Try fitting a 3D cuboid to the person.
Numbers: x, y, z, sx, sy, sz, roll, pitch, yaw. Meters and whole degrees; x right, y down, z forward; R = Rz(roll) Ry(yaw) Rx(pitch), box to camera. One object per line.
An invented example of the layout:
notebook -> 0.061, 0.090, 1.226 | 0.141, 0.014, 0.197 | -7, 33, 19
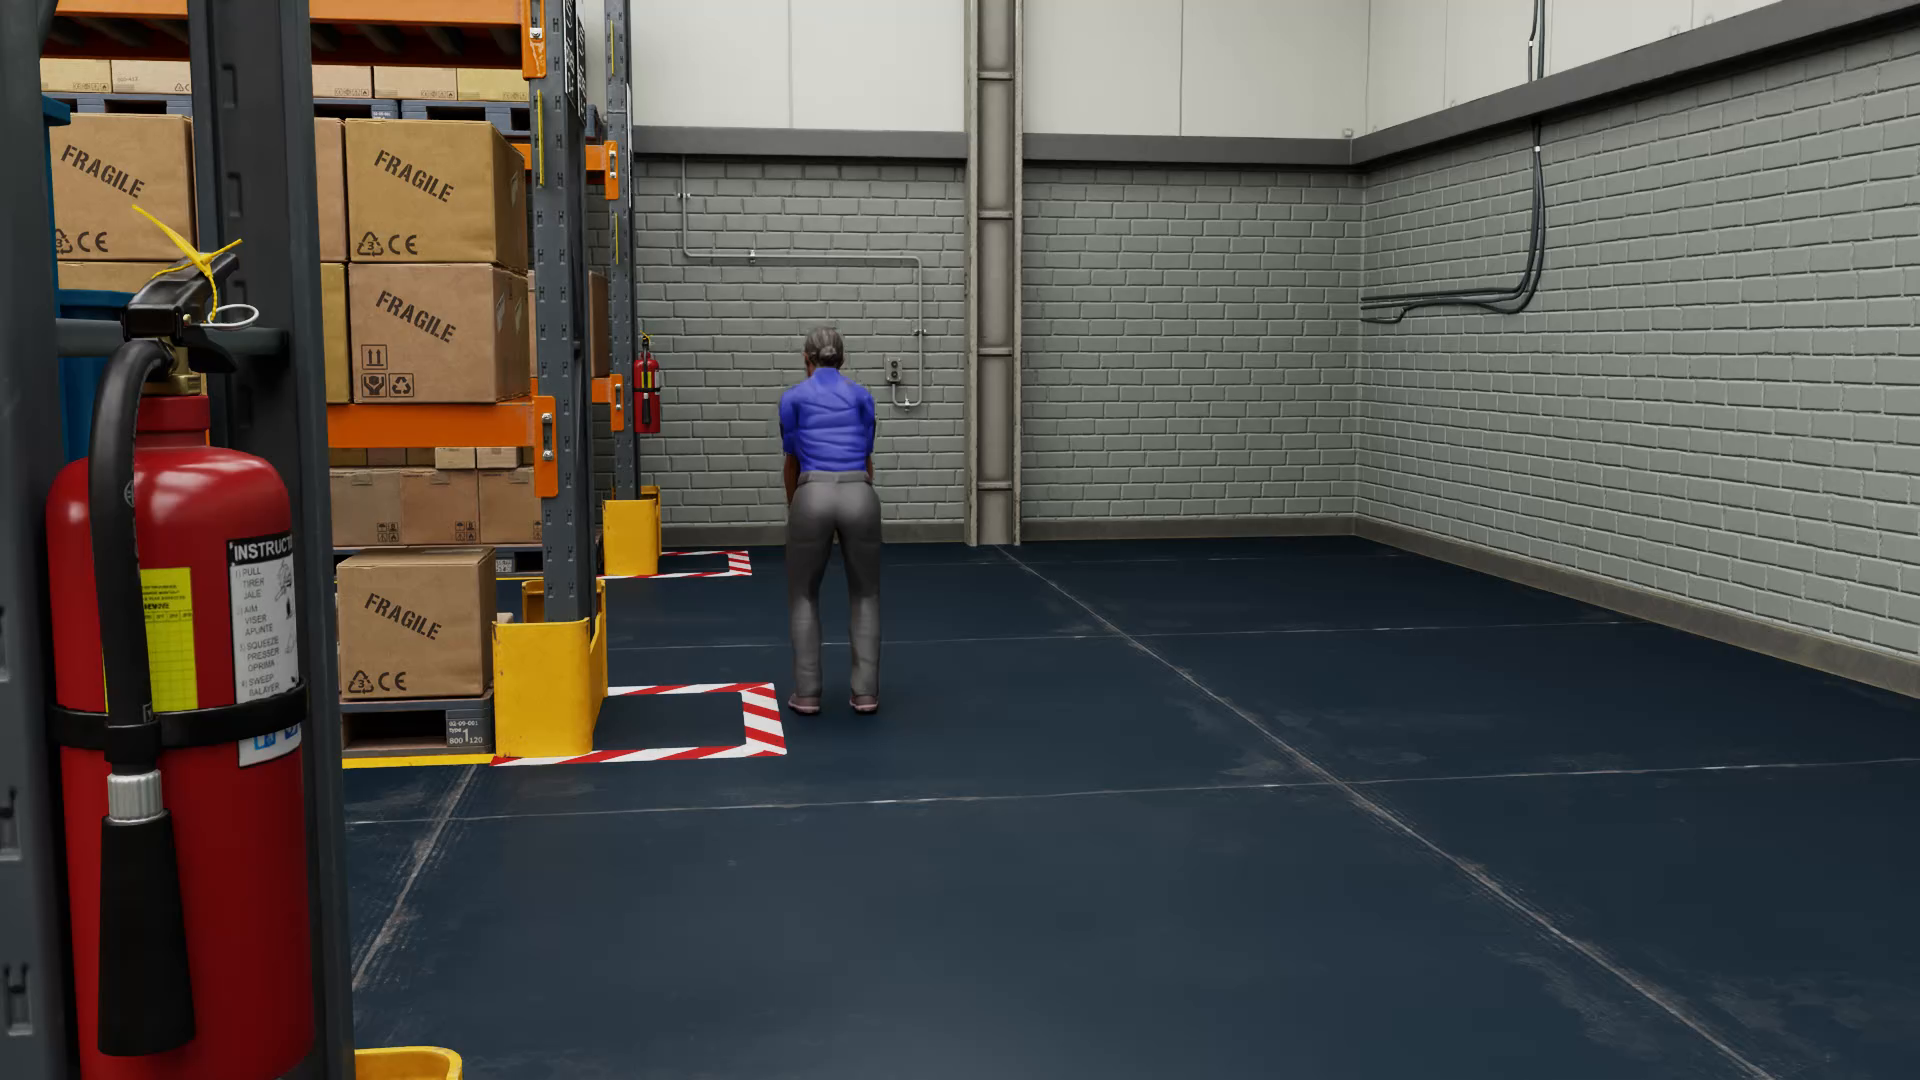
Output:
person -> -0.543, -0.086, 6.953 | 0.412, 1.587, 0.561 | -1, 7, -10
